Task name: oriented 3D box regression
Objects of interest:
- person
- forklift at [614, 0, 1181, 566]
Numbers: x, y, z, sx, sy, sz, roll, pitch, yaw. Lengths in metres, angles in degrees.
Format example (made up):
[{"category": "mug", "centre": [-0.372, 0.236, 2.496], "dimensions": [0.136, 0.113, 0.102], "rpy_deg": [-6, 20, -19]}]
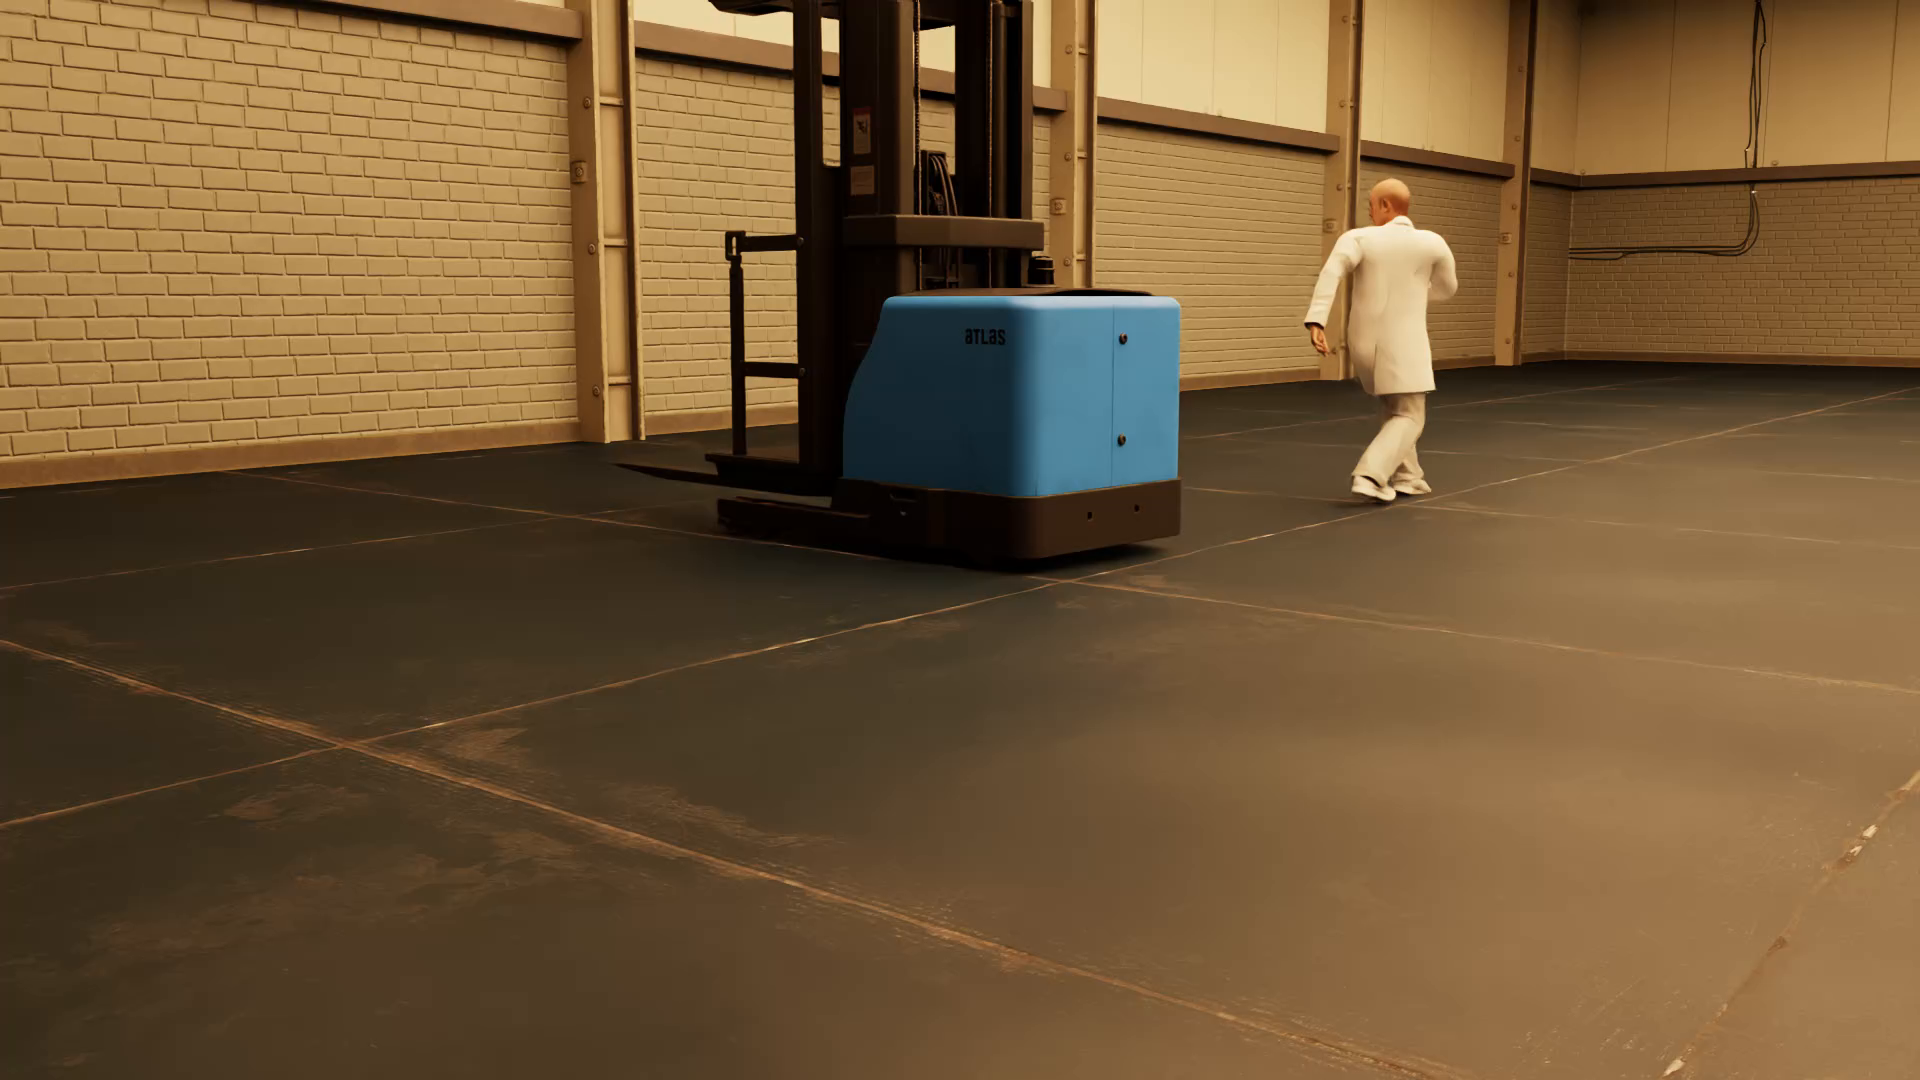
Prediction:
[{"category": "person", "centre": [2.266, -1.036, 8.788], "dimensions": [0.607, 1.706, 1.007], "rpy_deg": [6, 10, 34]}, {"category": "forklift", "centre": [-0.468, -1.506, 7.577], "dimensions": [3.031, 2.935, 1.130], "rpy_deg": [8, 12, 44]}]
